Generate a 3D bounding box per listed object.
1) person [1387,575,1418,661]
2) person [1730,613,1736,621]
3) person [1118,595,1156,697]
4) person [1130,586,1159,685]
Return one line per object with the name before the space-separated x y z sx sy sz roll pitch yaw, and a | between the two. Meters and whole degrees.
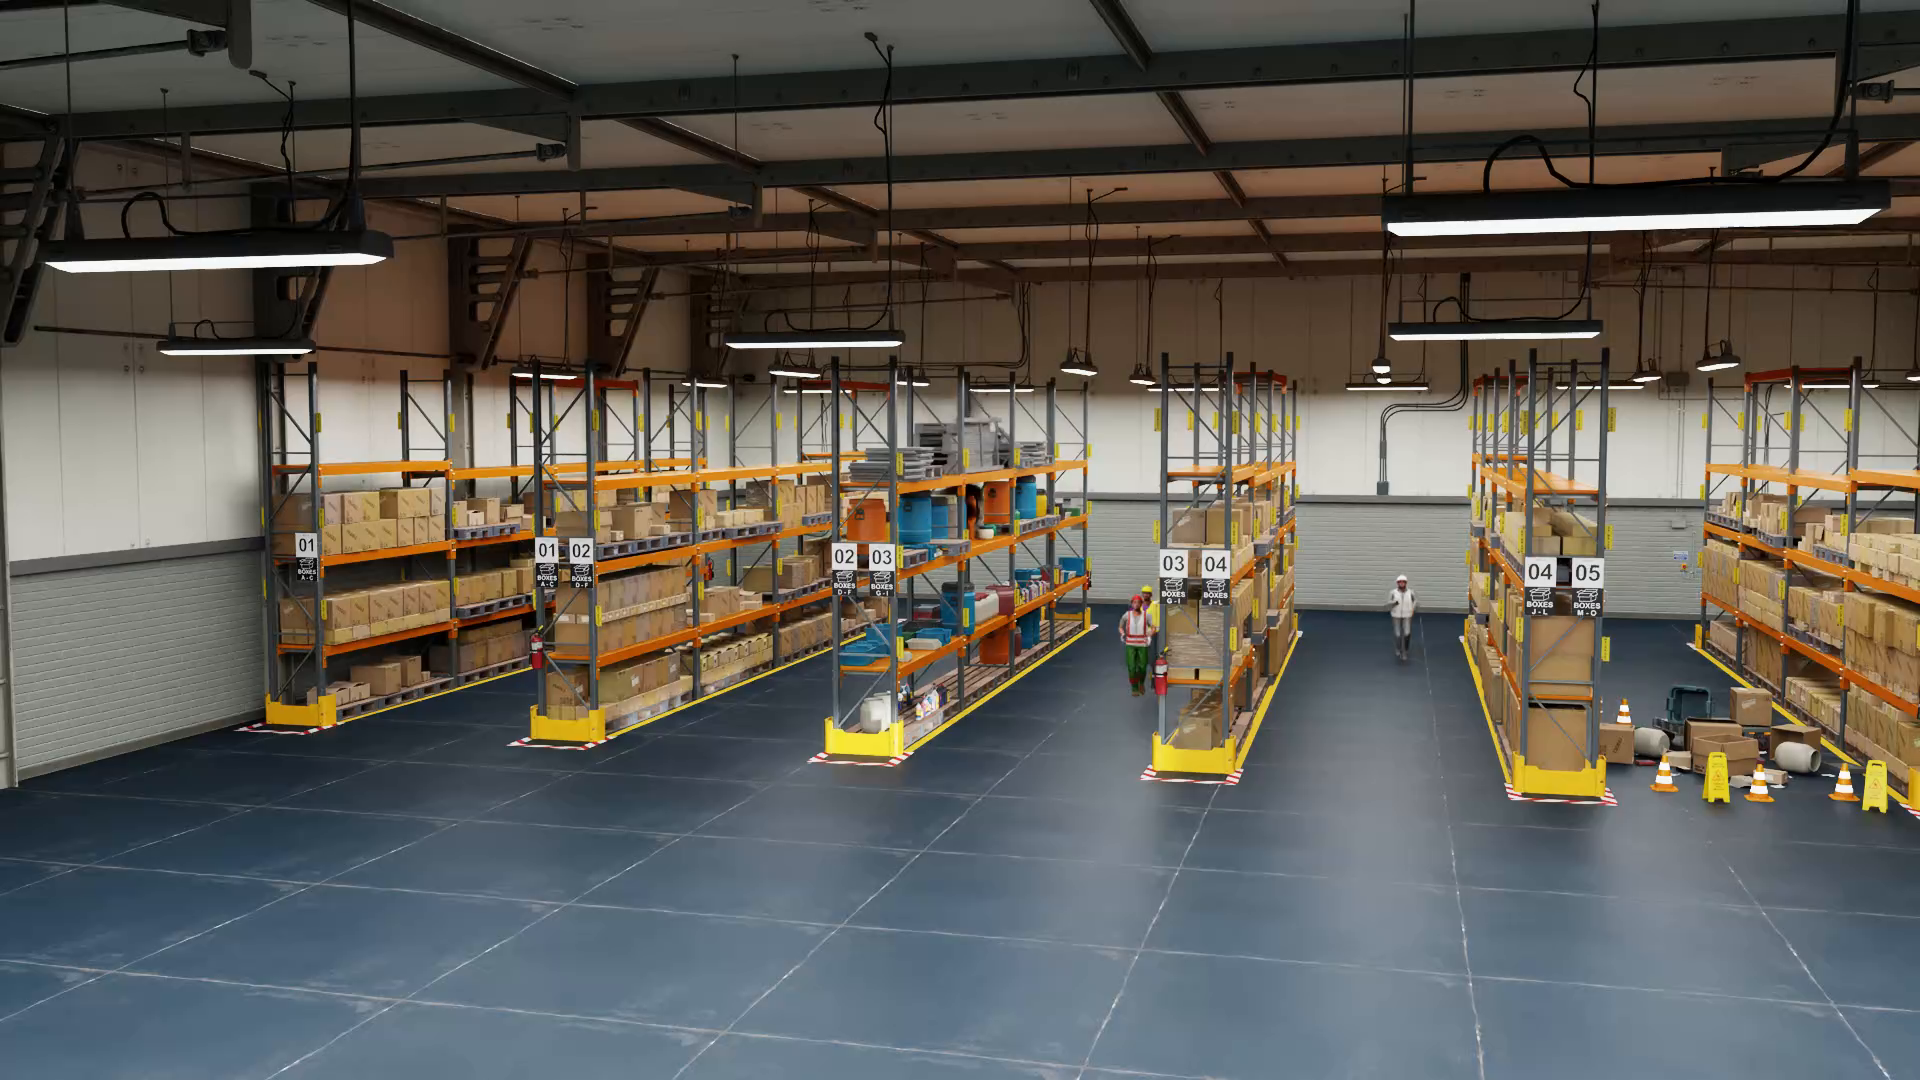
person | 9.337 1.655 35.125 0.637 1.823 0.709 1 4 15
person | 17.833 1.461 37.965 0.718 1.736 0.877 -3 5 -34
person | 3.041 1.825 28.629 0.652 1.751 0.567 1 4 10
person | 3.363 1.721 30.040 0.710 1.794 0.902 1 4 14
